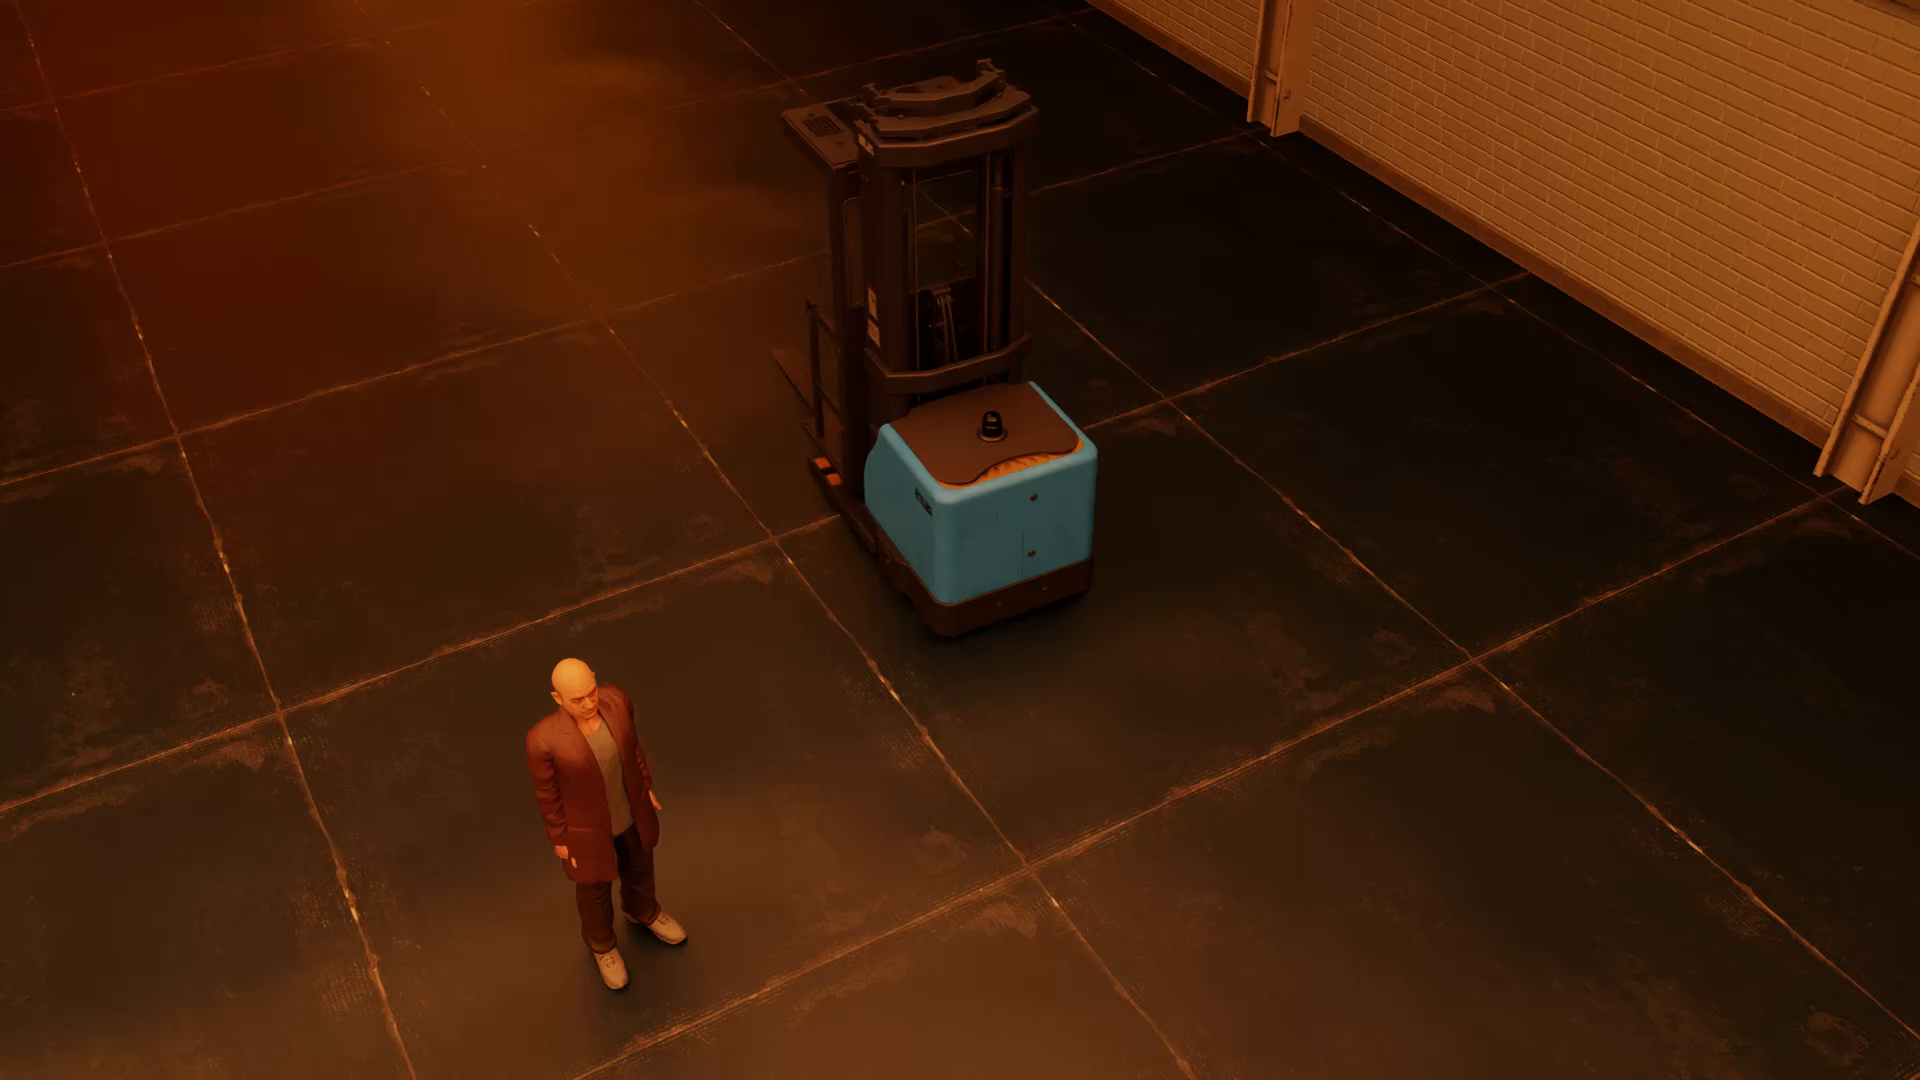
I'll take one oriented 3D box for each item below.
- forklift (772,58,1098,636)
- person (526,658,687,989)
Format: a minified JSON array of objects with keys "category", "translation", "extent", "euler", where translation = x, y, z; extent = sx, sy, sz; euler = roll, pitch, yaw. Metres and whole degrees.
[{"category":"forklift","translation":[-0.328,-1.508,9.854],"extent":[1.130,2.935,3.031],"euler":[-18,43,-20]},{"category":"person","translation":[-1.571,1.245,7.437],"extent":[0.398,1.781,0.546],"euler":[31,49,32]}]
